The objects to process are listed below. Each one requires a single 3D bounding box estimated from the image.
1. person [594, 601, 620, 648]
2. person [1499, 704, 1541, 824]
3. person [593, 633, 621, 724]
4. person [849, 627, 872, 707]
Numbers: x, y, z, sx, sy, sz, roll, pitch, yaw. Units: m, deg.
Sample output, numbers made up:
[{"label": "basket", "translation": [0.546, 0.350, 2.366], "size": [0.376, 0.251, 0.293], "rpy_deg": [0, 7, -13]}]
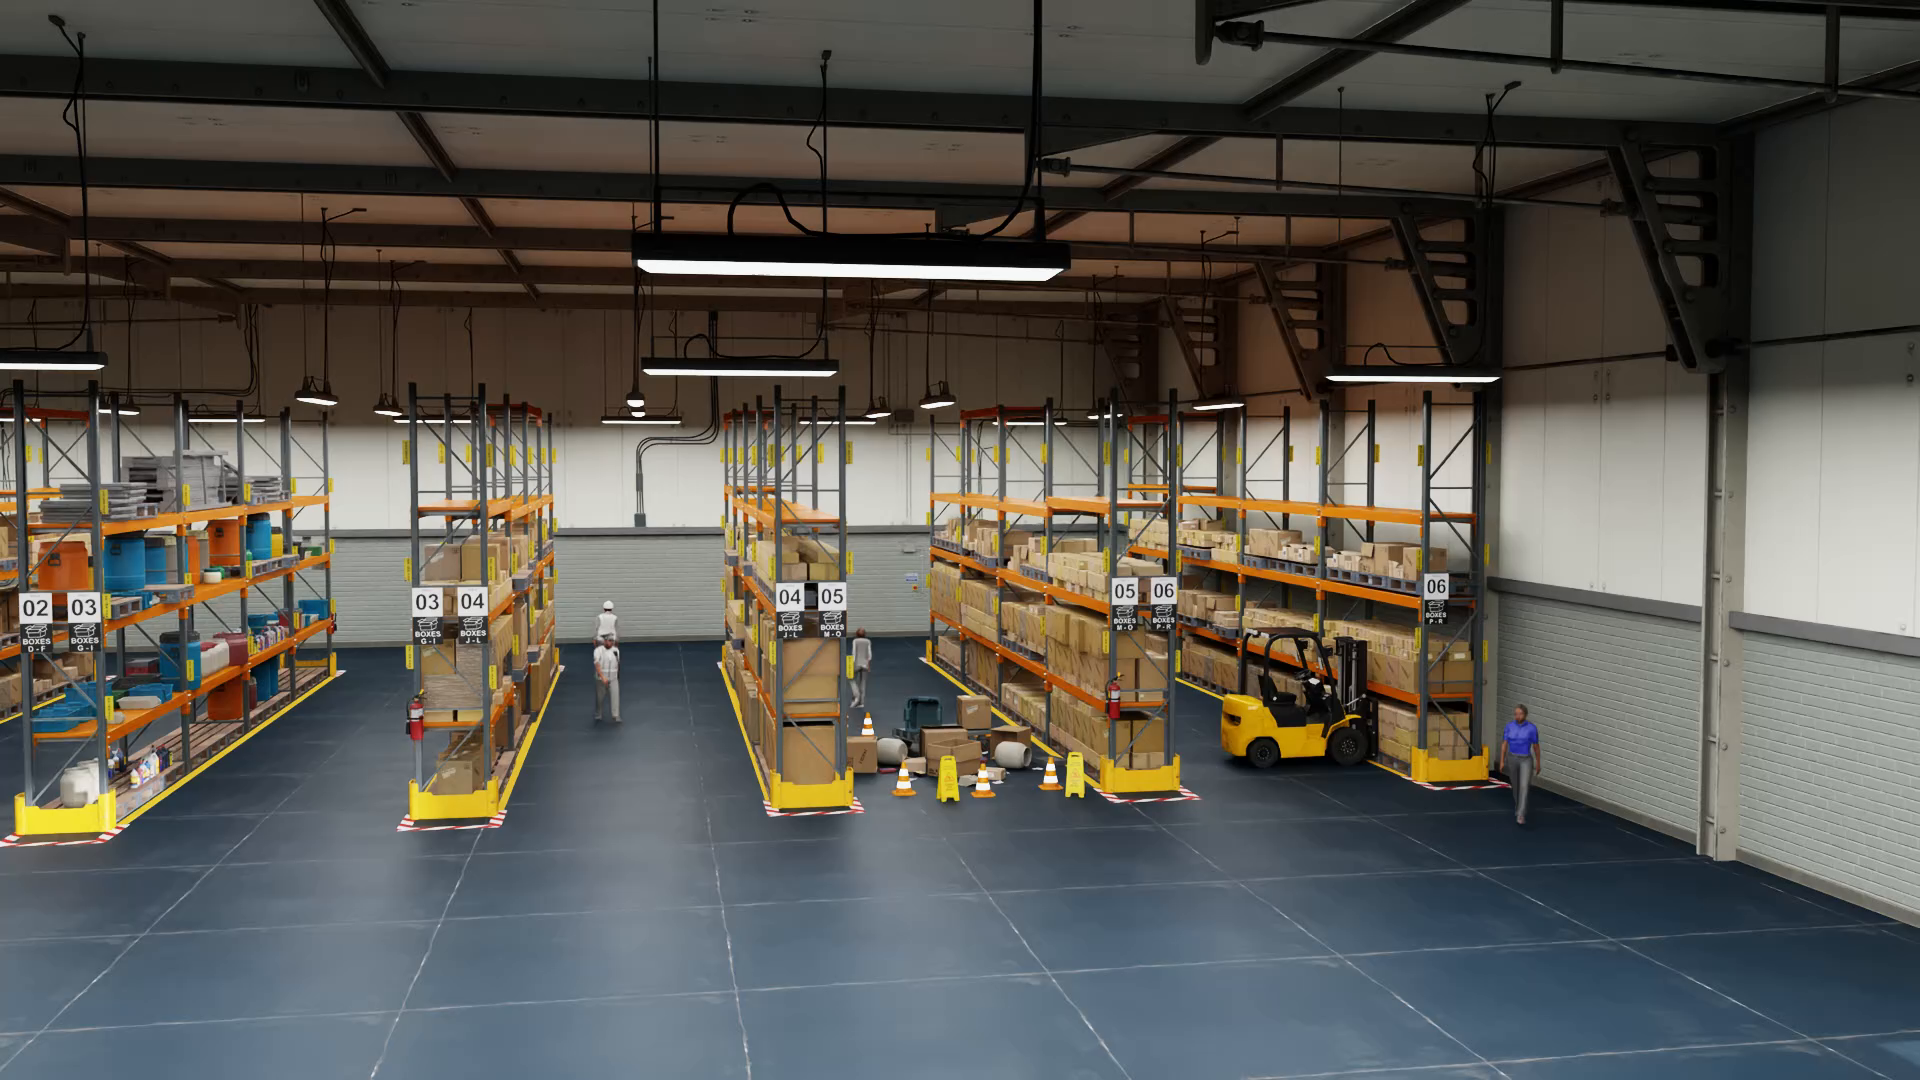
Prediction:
[{"label": "person", "translation": [-7.842, 2.238, 36.906], "size": [0.565, 1.771, 0.464], "rpy_deg": [-1, 3, -12]}, {"label": "person", "translation": [7.603, 3.033, 22.641], "size": [0.474, 1.601, 1.019], "rpy_deg": [2, 4, 35]}, {"label": "person", "translation": [-6.577, 2.570, 31.085], "size": [0.514, 1.684, 1.117], "rpy_deg": [-1, 3, -26]}, {"label": "person", "translation": [-1.958, 2.523, 32.965], "size": [0.441, 1.605, 0.447], "rpy_deg": [-1, 3, -16]}]
